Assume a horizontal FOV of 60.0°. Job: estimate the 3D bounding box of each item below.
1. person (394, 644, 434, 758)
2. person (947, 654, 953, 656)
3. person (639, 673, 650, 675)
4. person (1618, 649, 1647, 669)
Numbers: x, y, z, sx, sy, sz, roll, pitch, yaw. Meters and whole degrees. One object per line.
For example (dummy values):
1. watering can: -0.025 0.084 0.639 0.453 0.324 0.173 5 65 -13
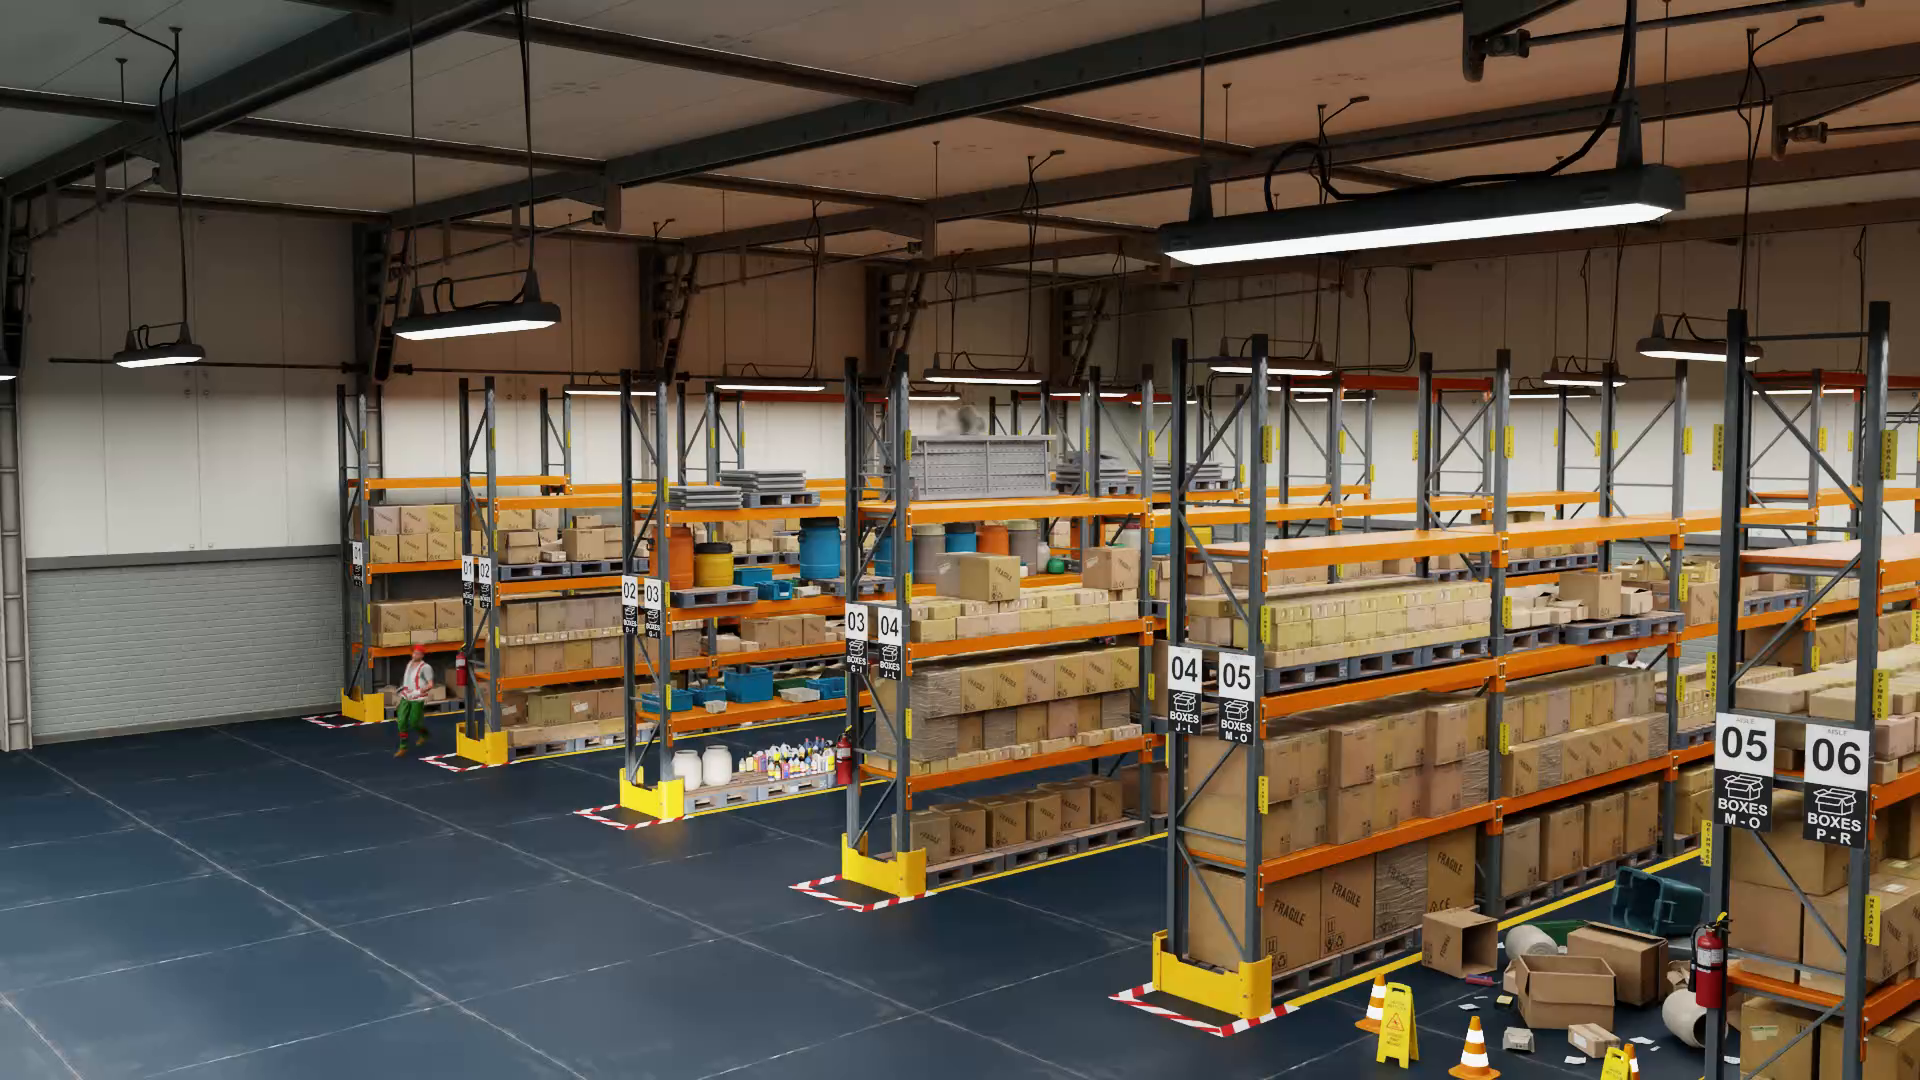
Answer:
1. person: -8.683 2.546 26.597 0.703 1.773 0.811 1 4 21
2. person: -0.421 2.427 28.812 0.581 1.646 0.876 2 4 33
3. person: -5.757 2.358 30.230 0.578 1.686 0.681 4 5 45
4. person: 10.879 2.539 26.967 0.586 1.697 0.933 3 5 37
